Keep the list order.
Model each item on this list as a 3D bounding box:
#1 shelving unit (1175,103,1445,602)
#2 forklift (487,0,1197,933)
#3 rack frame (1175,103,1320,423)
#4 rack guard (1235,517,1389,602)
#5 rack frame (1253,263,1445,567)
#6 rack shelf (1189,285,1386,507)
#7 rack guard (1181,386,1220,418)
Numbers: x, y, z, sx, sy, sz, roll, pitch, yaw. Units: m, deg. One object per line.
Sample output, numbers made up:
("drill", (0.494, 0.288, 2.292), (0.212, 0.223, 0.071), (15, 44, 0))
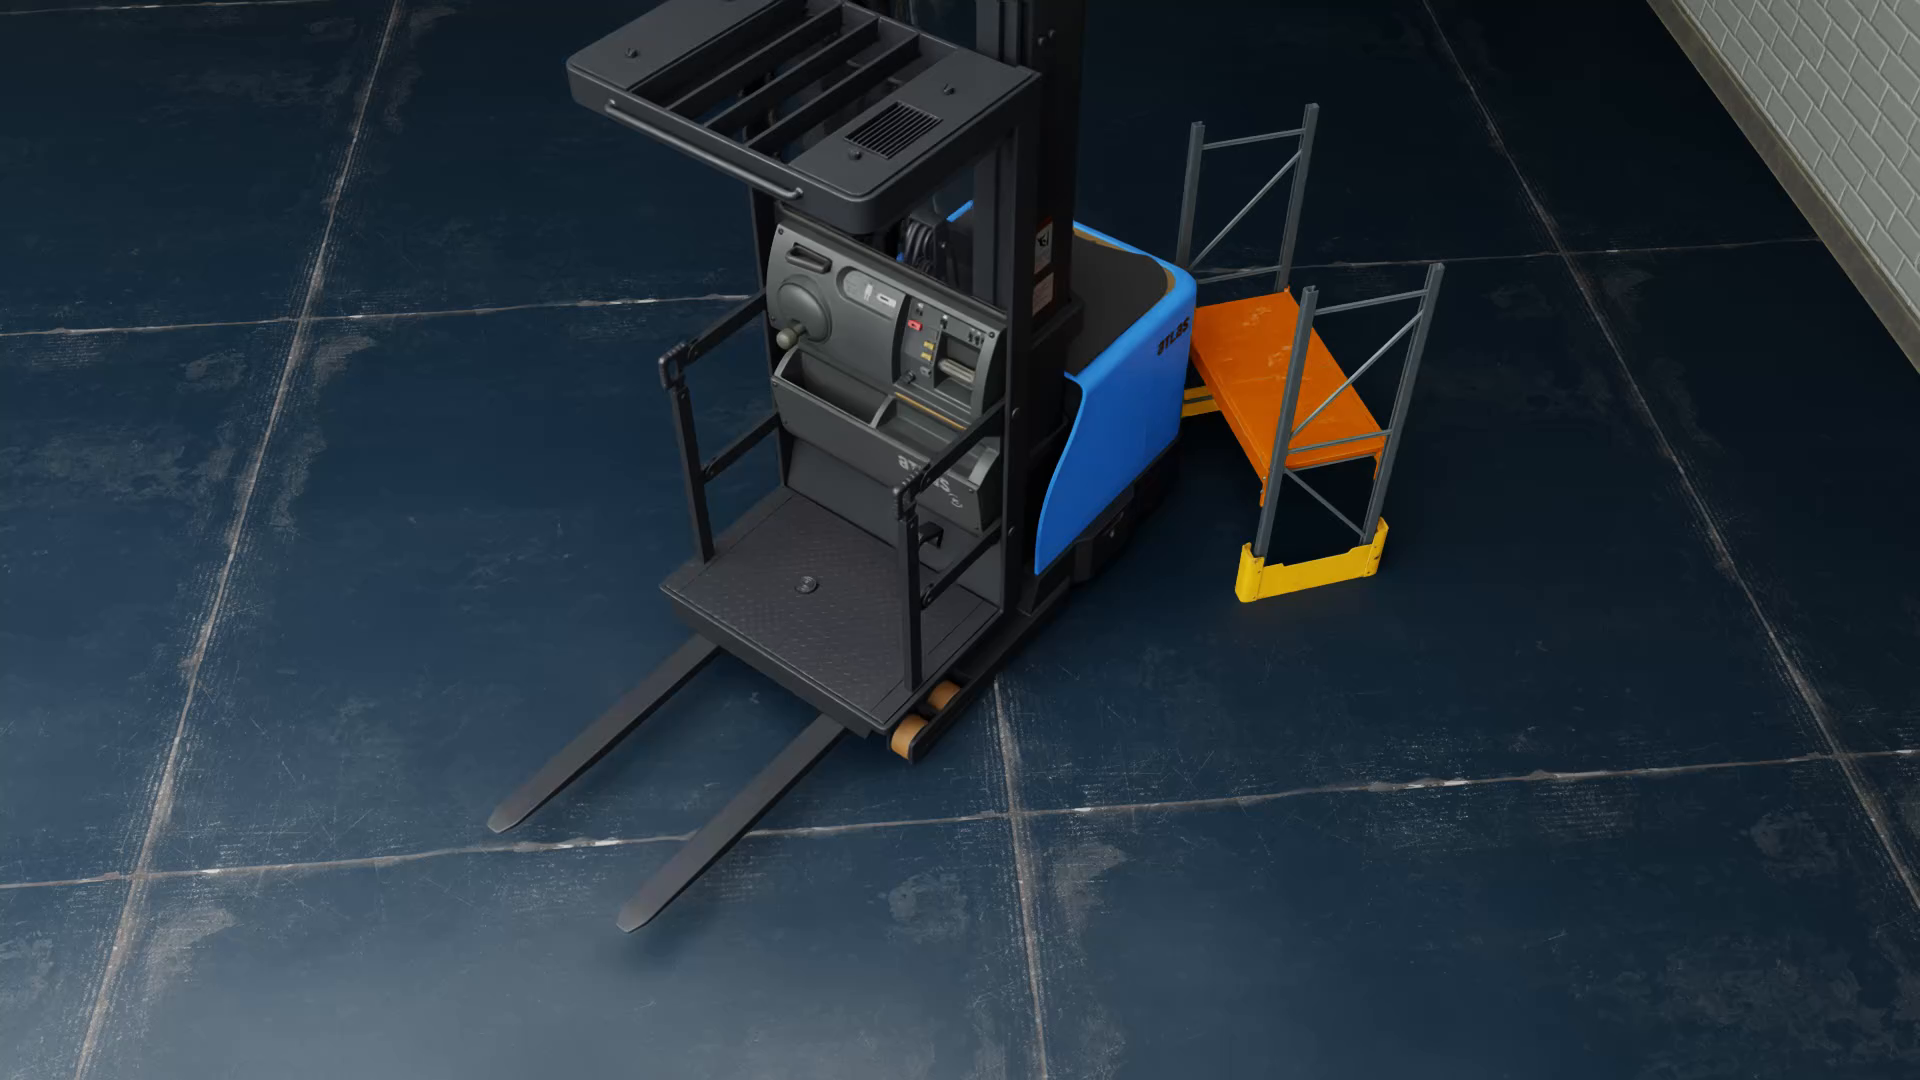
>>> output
("shelving unit", (1.239, -0.702, 6.382), (0.587, 1.500, 1.083), (-11, 48, -11))
("forklift", (-0.392, -0.627, 5.325), (1.130, 2.935, 3.031), (29, 53, 25))
("rack frame", (1.100, -1.064, 6.725), (0.500, 1.500, 0.032), (-11, 48, -11))
("rack guard", (1.374, 0.076, 6.506), (0.587, 0.250, 0.087), (-11, 48, -11))
("rack frame", (1.374, -0.353, 6.052), (0.500, 1.500, 0.032), (-11, 48, -11))
("rack shelf", (1.237, -0.585, 6.519), (0.538, 0.185, 1.000), (-11, 48, -11))
("rack guard", (1.105, -0.621, 7.166), (0.587, 0.250, 0.087), (-11, 48, -11))
